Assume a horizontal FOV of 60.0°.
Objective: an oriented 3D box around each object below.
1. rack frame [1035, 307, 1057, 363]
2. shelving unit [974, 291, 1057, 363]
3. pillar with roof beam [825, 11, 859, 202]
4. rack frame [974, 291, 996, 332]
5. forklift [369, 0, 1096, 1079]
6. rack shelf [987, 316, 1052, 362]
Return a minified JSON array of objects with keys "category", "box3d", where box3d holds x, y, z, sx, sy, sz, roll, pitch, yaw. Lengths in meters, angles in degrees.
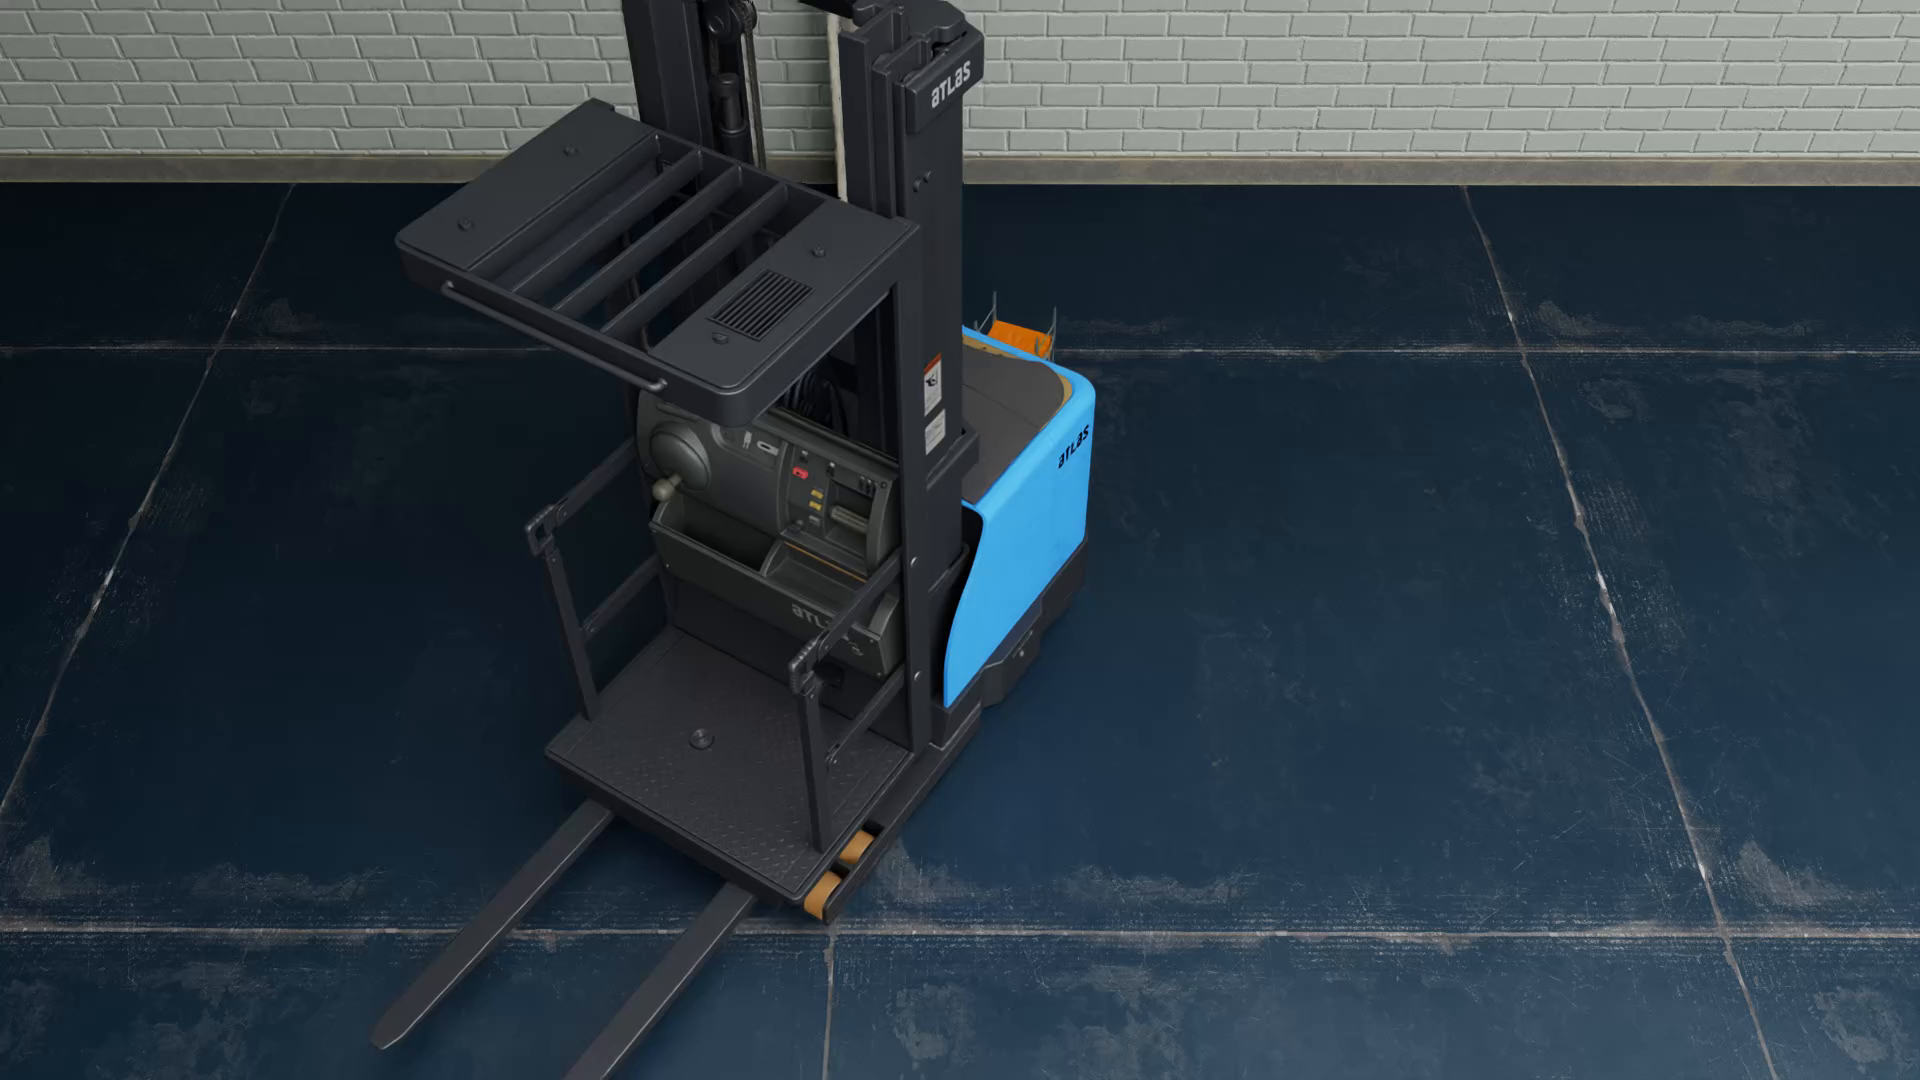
[{"category":"rack frame","box3d":[0.318,-0.444,6.527,0.008,1.050,0.200,18,49,16]},{"category":"shelving unit","box3d":[0.206,-0.480,6.560,0.252,1.050,0.215,18,49,16]},{"category":"pillar with roof beam","box3d":[-0.428,-1.656,2.225,0.400,9.000,9.100,0,47,0]},{"category":"rack frame","box3d":[0.094,-0.516,6.593,0.008,1.050,0.200,18,49,16]},{"category":"forklift","box3d":[-0.719,-0.114,4.935,1.130,2.935,3.031,25,52,22]},{"category":"rack shelf","box3d":[0.206,-0.666,6.360,0.240,0.259,0.215,18,49,16]}]
